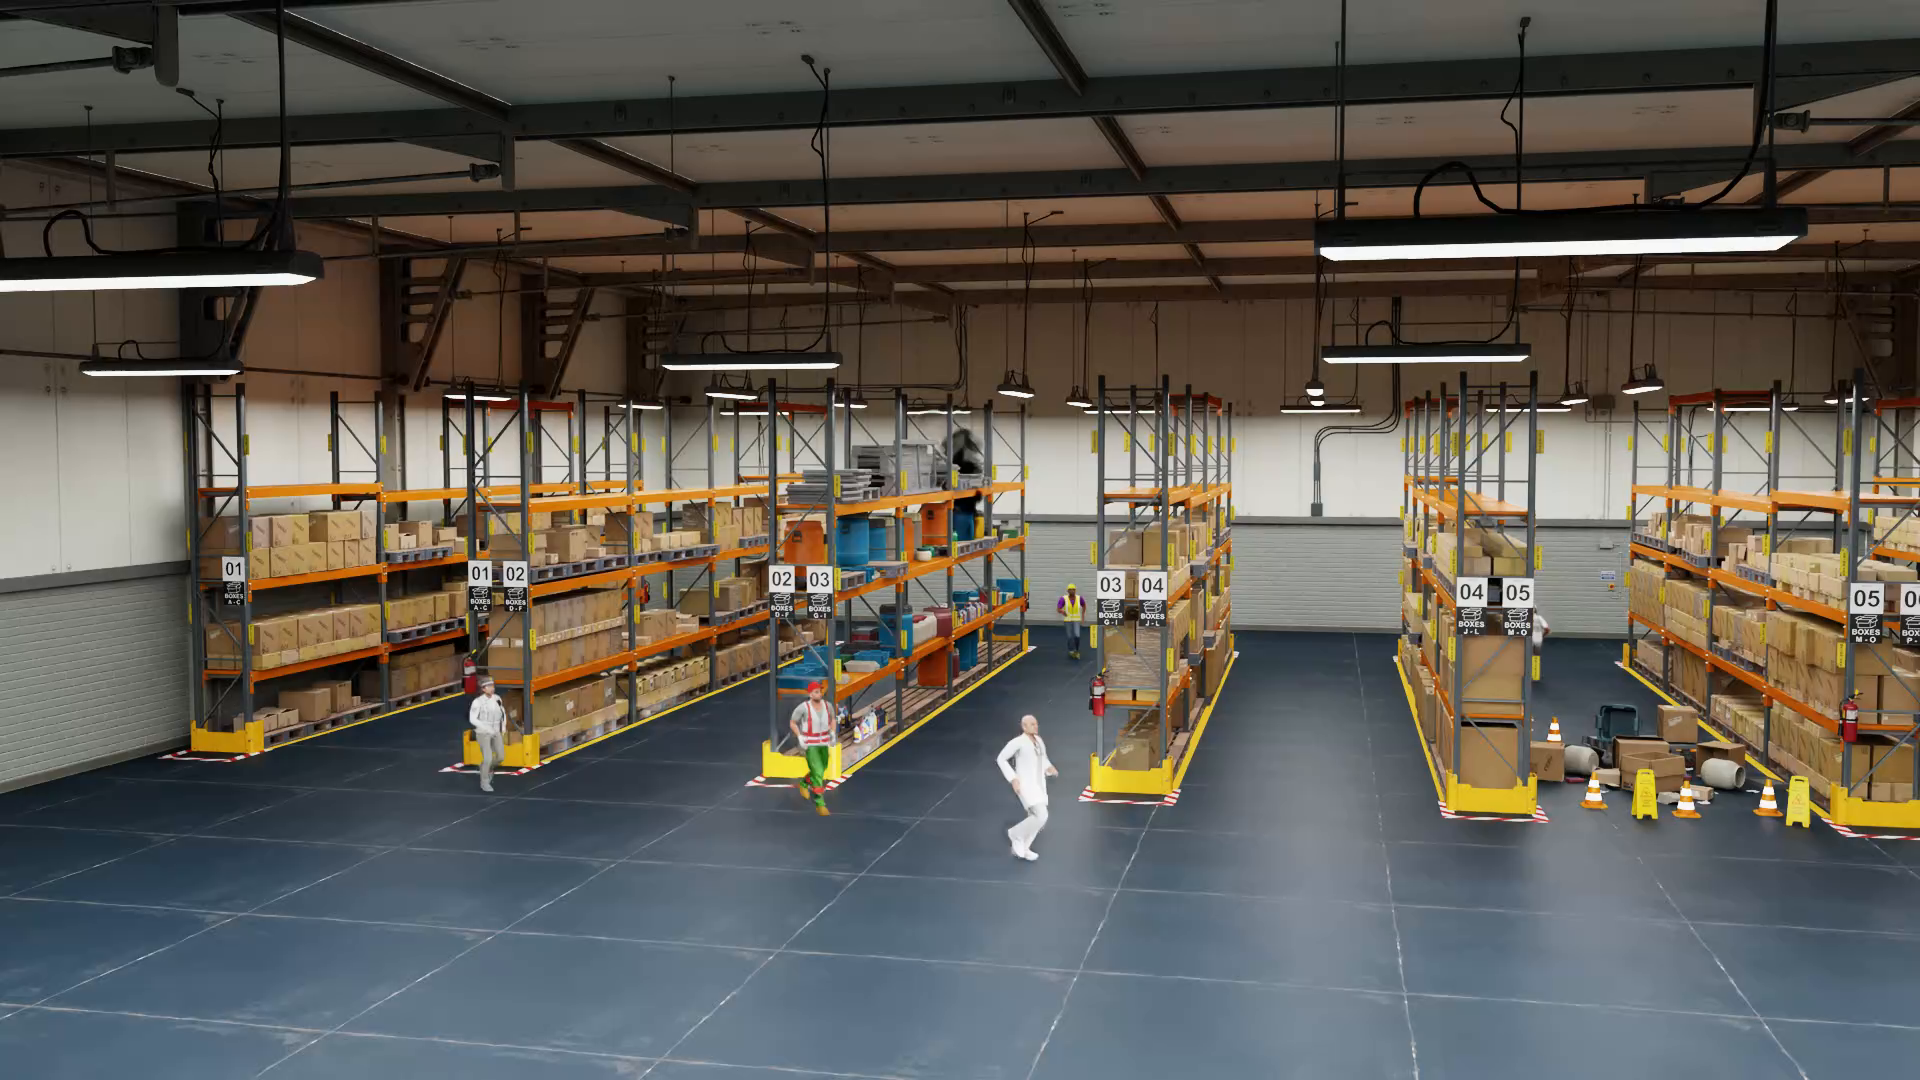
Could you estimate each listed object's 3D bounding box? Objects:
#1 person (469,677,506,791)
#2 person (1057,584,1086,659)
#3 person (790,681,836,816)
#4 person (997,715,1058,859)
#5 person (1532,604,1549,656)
[{"bbox_3d":[-6.815,2.802,24.129,0.568,1.663,0.654,3,4,42],"label":"person"},{"bbox_3d":[2.608,1.912,38.869,0.692,1.770,0.688,0,3,1],"label":"person"},{"bbox_3d":[-1.985,2.808,22.713,0.661,1.785,0.888,-2,4,-34],"label":"person"},{"bbox_3d":[0.878,2.982,19.988,0.656,1.742,0.692,3,4,38],"label":"person"},{"bbox_3d":[12.173,2.169,35.341,0.615,1.623,0.708,0,3,6],"label":"person"}]
